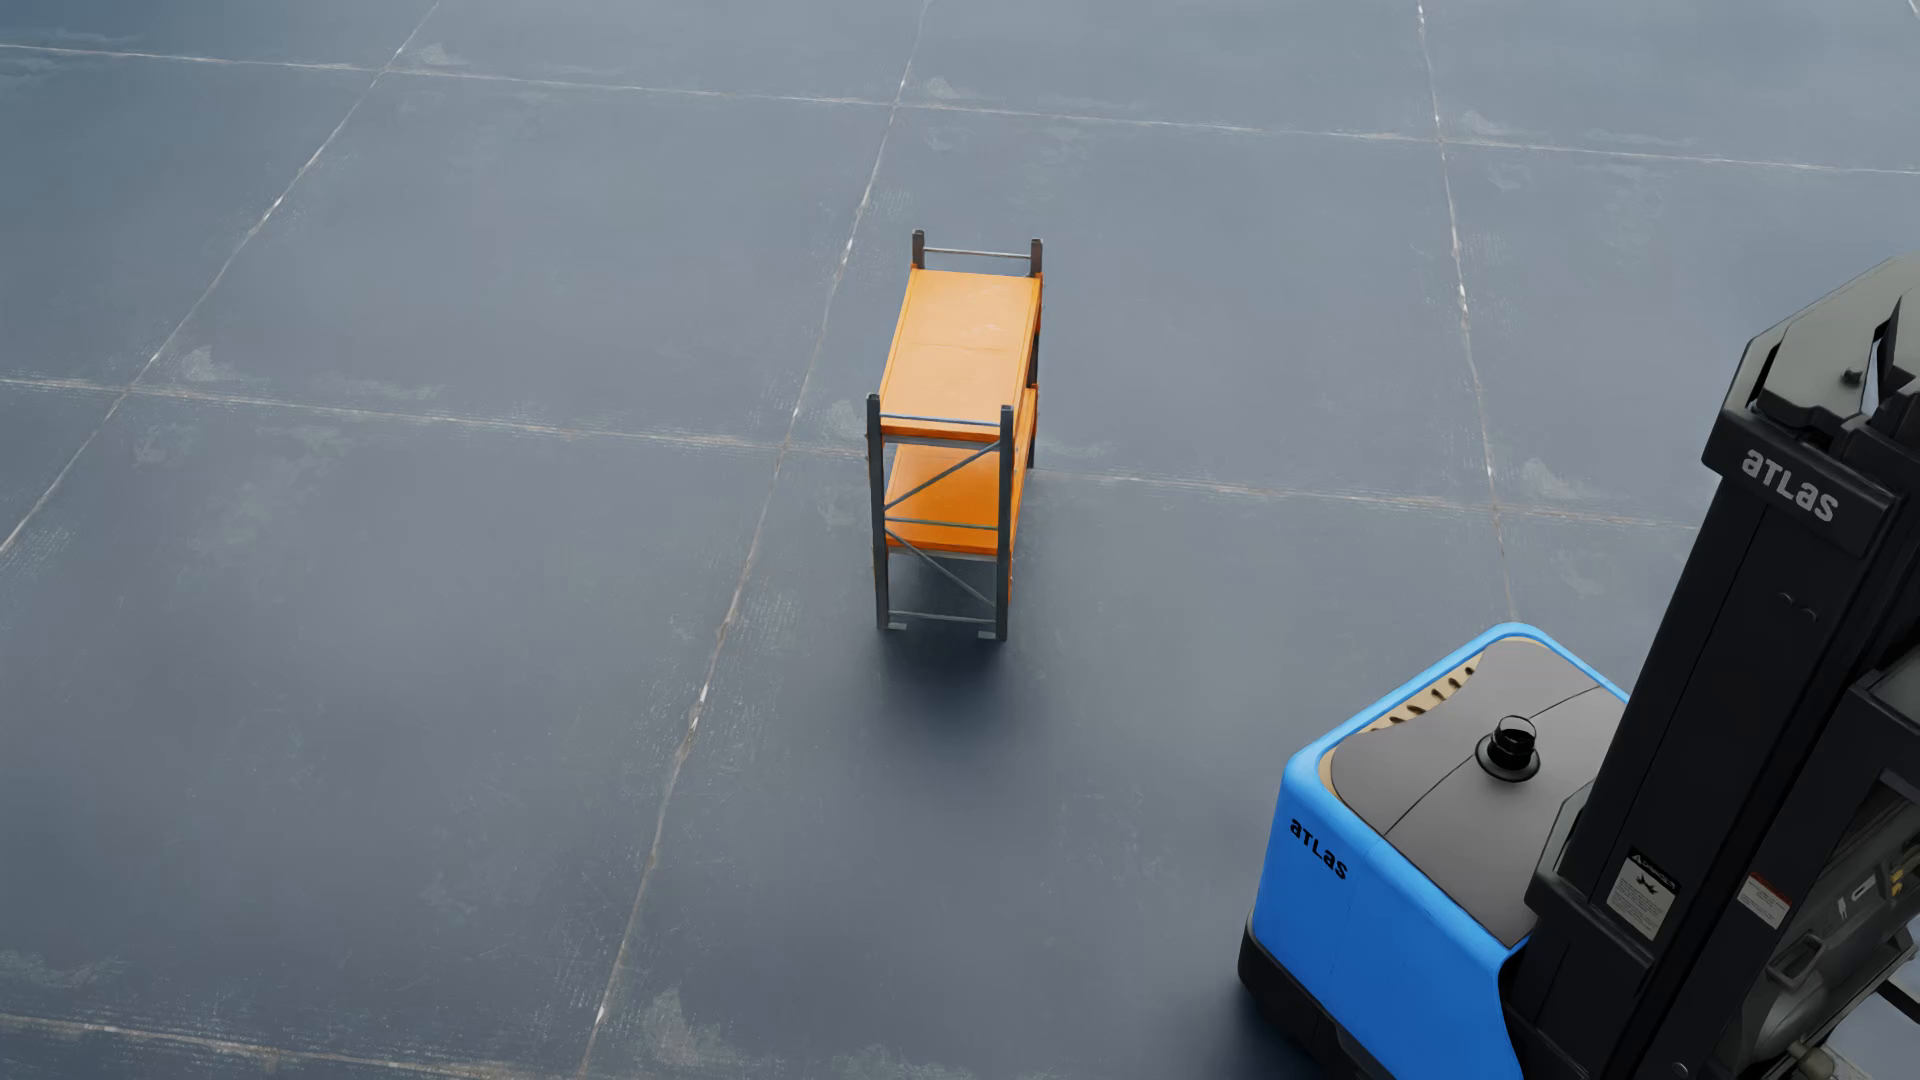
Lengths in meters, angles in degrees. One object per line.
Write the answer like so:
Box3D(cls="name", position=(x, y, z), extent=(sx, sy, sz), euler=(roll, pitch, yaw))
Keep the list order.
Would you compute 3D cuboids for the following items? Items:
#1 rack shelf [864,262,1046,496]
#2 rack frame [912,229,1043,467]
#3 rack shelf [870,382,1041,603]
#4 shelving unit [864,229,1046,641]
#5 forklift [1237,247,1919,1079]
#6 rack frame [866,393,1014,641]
Box3D(cls="rack shelf", position=(-0.001, -0.616, 6.157), extent=(0.538, 0.278, 1.000), euler=(5, 44, 6))
Box3D(cls="rack frame", position=(0.066, -0.750, 6.724), extent=(0.500, 1.125, 0.032), euler=(5, 44, 6))
Box3D(cls="rack shelf", position=(-0.001, -0.226, 6.526), extent=(0.538, 0.278, 1.000), euler=(5, 44, 6))
Box3D(cls="shelving unit", position=(-0.001, -0.404, 6.358), extent=(0.538, 1.125, 1.048), euler=(5, 44, 6))
Box3D(cls="forklift", position=(2.148, 0.948, 3.617), extent=(1.130, 2.935, 3.031), euler=(-27, 50, -25))
Box3D(cls="rack frame", position=(-0.068, -0.057, 5.992), extent=(0.500, 1.125, 0.032), euler=(5, 44, 6))
